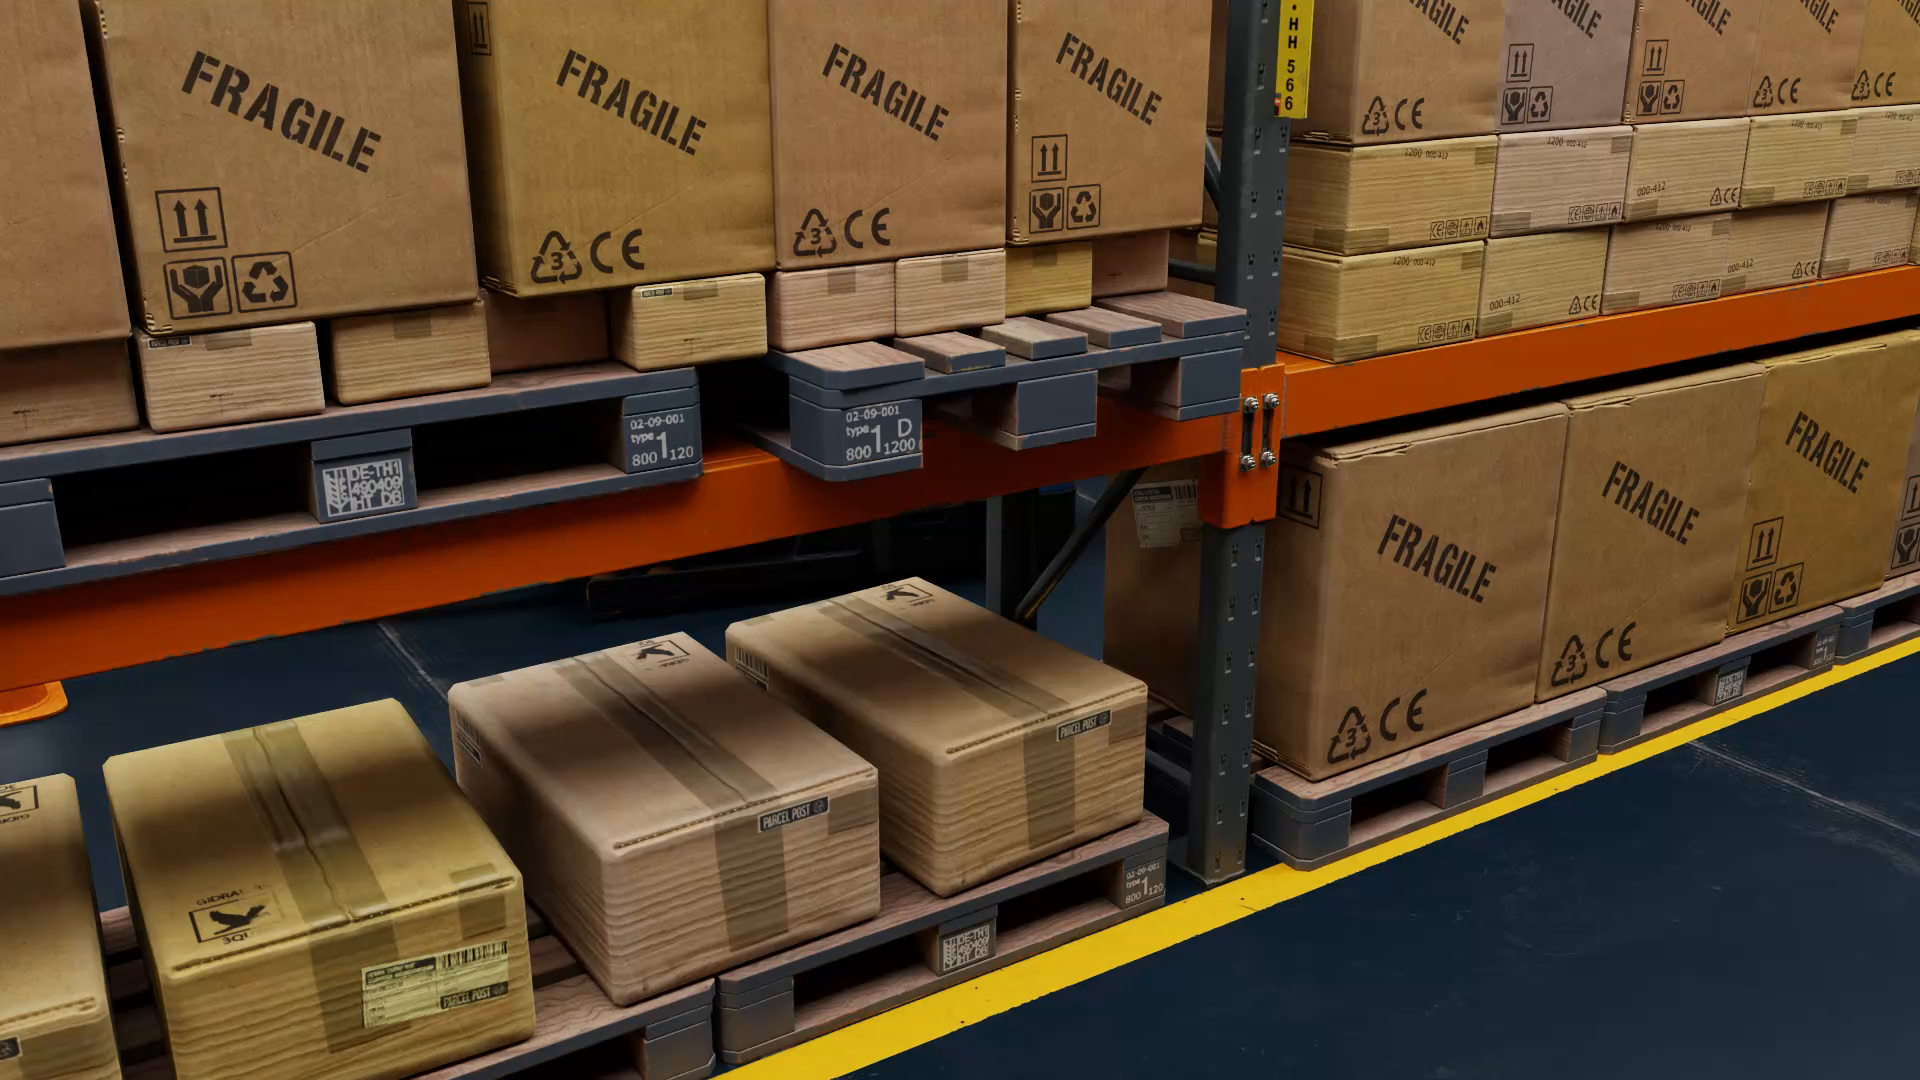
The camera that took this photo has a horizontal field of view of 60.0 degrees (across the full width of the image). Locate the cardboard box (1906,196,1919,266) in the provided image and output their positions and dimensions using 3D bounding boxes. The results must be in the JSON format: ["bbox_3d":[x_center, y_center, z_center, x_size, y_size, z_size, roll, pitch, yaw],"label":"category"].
[{"bbox_3d":[3.077,-1.089,5.517,0.500,0.250,0.500,-12,22,-32],"label":"cardboard box"}]

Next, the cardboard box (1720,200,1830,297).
[{"bbox_3d":[2.216,-0.913,4.996,0.500,0.250,0.500,-12,22,-31],"label":"cardboard box"}]

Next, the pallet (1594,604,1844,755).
[{"bbox_3d":[2.116,0.297,5.536,1.213,0.211,1.003,-12,22,-31],"label":"pallet"}]

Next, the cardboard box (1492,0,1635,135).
[{"bbox_3d":[1.353,-1.324,4.260,0.500,0.500,0.500,-12,22,-31],"label":"cardboard box"}]

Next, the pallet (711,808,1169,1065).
[{"bbox_3d":[-0.255,0.767,4.147,1.213,0.211,1.003,-12,22,-31],"label":"pallet"}]

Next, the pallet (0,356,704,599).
[{"bbox_3d":[-1.233,-0.241,3.073,1.213,0.211,1.003,-12,22,-31],"label":"pallet"}]

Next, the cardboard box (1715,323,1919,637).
[{"bbox_3d":[2.515,-0.297,5.600,0.875,0.875,0.875,-11,22,-30],"label":"cardboard box"}]

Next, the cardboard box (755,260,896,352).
[{"bbox_3d":[-0.331,-0.485,3.234,0.250,0.149,0.380,-13,23,-34],"label":"cardboard box"}]

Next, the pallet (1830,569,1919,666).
[{"bbox_3d":[3.136,0.081,6.175,1.213,0.211,1.003,-12,22,-31],"label":"pallet"}]

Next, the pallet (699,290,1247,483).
[{"bbox_3d":[-0.138,-0.446,3.681,1.003,0.211,1.213,-12,22,-31],"label":"pallet"}]

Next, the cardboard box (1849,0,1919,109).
[{"bbox_3d":[2.642,-1.594,5.059,0.500,0.500,0.500,-11,22,-30],"label":"cardboard box"}]

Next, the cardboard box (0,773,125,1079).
[{"bbox_3d":[-1.907,0.839,3.028,0.625,0.372,0.950,-10,21,-28],"label":"cardboard box"}]

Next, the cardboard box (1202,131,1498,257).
[{"bbox_3d":[0.957,-0.880,4.119,0.500,0.250,0.500,-12,22,-32],"label":"cardboard box"}]

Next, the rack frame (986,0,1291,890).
[{"bbox_3d":[0.398,-0.691,4.106,0.127,3.000,1.000,-12,22,-31],"label":"rack frame"}]

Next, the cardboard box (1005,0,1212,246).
[{"bbox_3d":[0.171,-0.924,3.519,0.500,0.500,0.500,-13,22,-33],"label":"cardboard box"}]

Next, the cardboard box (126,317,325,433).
[{"bbox_3d":[-1.203,-0.302,2.690,0.250,0.149,0.380,-11,22,-29],"label":"cardboard box"}]

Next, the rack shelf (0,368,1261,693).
[{"bbox_3d":[-1.272,0.002,3.179,4.000,0.370,1.077,-12,22,-31],"label":"rack shelf"}]

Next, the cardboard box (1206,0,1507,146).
[{"bbox_3d":[0.945,-1.234,3.994,0.500,0.500,0.500,-13,22,-33],"label":"cardboard box"}]

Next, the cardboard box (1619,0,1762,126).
[{"bbox_3d":[1.794,-1.411,4.517,0.500,0.500,0.500,-11,22,-30],"label":"cardboard box"}]

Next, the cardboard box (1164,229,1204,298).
[{"bbox_3d":[0.678,-0.779,4.599,0.500,0.250,0.500,-13,23,-33],"label":"cardboard box"}]

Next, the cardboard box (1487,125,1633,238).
[{"bbox_3d":[1.389,-0.971,4.387,0.500,0.250,0.500,-11,22,-30],"label":"cardboard box"}]

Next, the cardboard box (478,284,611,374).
[{"bbox_3d":[-0.832,-0.423,3.048,0.250,0.149,0.380,-12,22,-31],"label":"cardboard box"}]

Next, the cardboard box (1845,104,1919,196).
[{"bbox_3d":[2.662,-1.236,5.171,0.500,0.250,0.500,-11,22,-30],"label":"cardboard box"}]

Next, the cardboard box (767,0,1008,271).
[{"bbox_3d":[-0.254,-0.830,3.240,0.500,0.500,0.500,-12,22,-32],"label":"cardboard box"}]

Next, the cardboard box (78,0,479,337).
[{"bbox_3d":[-1.132,-0.645,2.693,0.500,0.500,0.500,-13,23,-34],"label":"cardboard box"}]

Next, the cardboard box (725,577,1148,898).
[{"bbox_3d":[-0.079,0.451,4.173,0.625,0.372,0.950,-14,23,-35],"label":"cardboard box"}]

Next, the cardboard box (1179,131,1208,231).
[{"bbox_3d":[0.663,-1.010,4.504,0.500,0.250,0.500,-12,22,-32],"label":"cardboard box"}]

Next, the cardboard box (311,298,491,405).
[{"bbox_3d":[-0.997,-0.357,2.852,0.250,0.149,0.380,-13,22,-33],"label":"cardboard box"}]

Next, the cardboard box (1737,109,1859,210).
[{"bbox_3d":[2.243,-1.141,4.891,0.500,0.250,0.500,-11,22,-30],"label":"cardboard box"}]

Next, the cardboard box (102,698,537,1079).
[{"bbox_3d":[-1.328,0.716,3.392,0.625,0.372,0.950,-11,22,-30],"label":"cardboard box"}]

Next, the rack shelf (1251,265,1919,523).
[{"bbox_3d":[2.068,-0.703,5.263,4.000,0.370,1.077,-12,22,-31],"label":"rack shelf"}]

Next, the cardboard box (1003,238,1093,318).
[{"bbox_3d":[0.070,-0.584,3.525,0.250,0.149,0.380,-12,22,-31],"label":"cardboard box"}]

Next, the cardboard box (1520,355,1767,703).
[{"bbox_3d":[1.768,-0.139,5.135,0.875,0.875,0.875,-12,22,-31],"label":"cardboard box"}]

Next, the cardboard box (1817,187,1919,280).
[{"bbox_3d":[2.645,-1.005,5.269,0.500,0.250,0.500,-13,22,-33],"label":"cardboard box"}]

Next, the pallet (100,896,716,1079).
[{"bbox_3d":[-1.273,0.980,3.515,1.213,0.211,1.003,-12,22,-31],"label":"pallet"}]

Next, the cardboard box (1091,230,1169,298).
[{"bbox_3d":[0.254,-0.651,3.722,0.250,0.149,0.380,-11,22,-29],"label":"cardboard box"}]

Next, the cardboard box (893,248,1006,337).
[{"bbox_3d":[-0.116,-0.528,3.359,0.250,0.149,0.380,-12,22,-32],"label":"cardboard box"}]

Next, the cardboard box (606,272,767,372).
[{"bbox_3d":[-0.553,-0.433,3.079,0.250,0.149,0.380,-11,22,-30],"label":"cardboard box"}]

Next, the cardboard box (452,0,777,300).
[{"bbox_3d":[-0.675,-0.741,2.977,0.500,0.500,0.500,-14,23,-35],"label":"cardboard box"}]

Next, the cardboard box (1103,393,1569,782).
[{"bbox_3d":[1.021,0.017,4.673,0.875,0.875,0.875,-12,22,-32],"label":"cardboard box"}]

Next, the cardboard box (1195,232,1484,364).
[{"bbox_3d":[0.945,-0.639,4.186,0.500,0.250,0.500,-12,22,-32],"label":"cardboard box"}]

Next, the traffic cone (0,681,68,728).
[{"bbox_3d":[-2.985,0.304,5.124,0.334,0.463,0.336,-12,22,-31],"label":"traffic cone"}]

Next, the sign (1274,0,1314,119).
[{"bbox_3d":[0.704,-1.059,3.509,0.005,0.325,0.100,-12,22,-31],"label":"sign"}]

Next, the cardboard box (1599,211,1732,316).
[{"bbox_3d":[1.806,-0.825,4.736,0.500,0.250,0.500,-11,22,-30],"label":"cardboard box"}]

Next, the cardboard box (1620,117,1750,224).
[{"bbox_3d":[1.812,-1.056,4.637,0.500,0.250,0.500,-12,22,-32],"label":"cardboard box"}]

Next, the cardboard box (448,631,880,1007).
[{"bbox_3d":[-0.691,0.584,3.783,0.625,0.372,0.950,-12,22,-32],"label":"cardboard box"}]

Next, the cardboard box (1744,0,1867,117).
[{"bbox_3d":[2.217,-1.499,4.777,0.500,0.500,0.500,-12,22,-31],"label":"cardboard box"}]

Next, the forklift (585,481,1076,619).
[{"bbox_3d":[-1.129,-1.297,6.005,3.031,2.935,1.130,-6,20,-16],"label":"forklift"}]

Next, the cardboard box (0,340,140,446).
[{"bbox_3d":[-1.454,-0.269,2.593,0.250,0.149,0.380,-12,22,-31],"label":"cardboard box"}]

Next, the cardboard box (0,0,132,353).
[{"bbox_3d":[-1.555,-0.552,2.417,0.500,0.500,0.500,-12,22,-32],"label":"cardboard box"}]

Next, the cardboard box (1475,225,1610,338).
[{"bbox_3d":[1.364,-0.734,4.468,0.500,0.250,0.500,-13,22,-33],"label":"cardboard box"}]

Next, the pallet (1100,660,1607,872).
[{"bbox_3d":[1.098,0.511,4.904,1.213,0.211,1.003,-12,22,-31],"label":"pallet"}]

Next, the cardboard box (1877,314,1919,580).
[{"bbox_3d":[3.265,-0.458,6.077,0.875,0.875,0.875,-11,22,-30],"label":"cardboard box"}]
